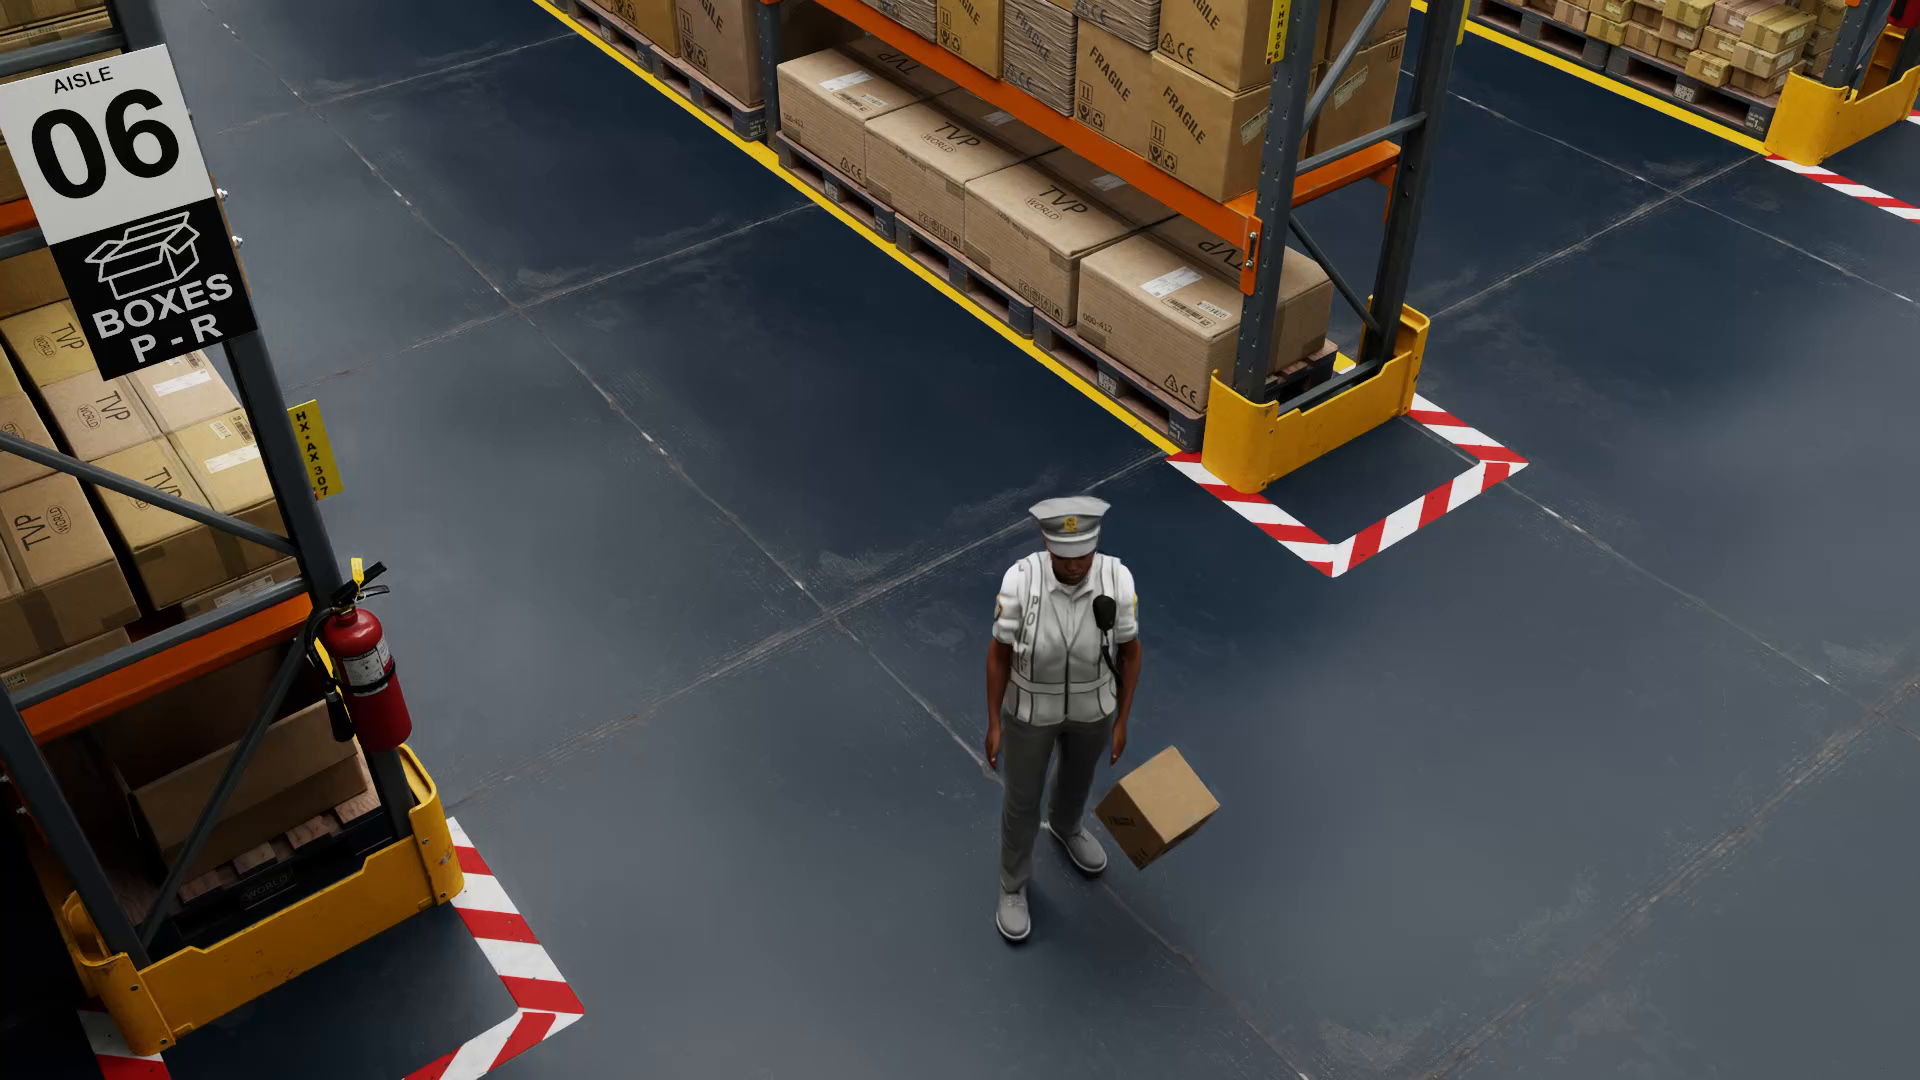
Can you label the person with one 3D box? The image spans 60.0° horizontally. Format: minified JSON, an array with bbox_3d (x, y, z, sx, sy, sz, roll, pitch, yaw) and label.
[{"bbox_3d":[0.334,0.580,5.445,0.524,1.687,0.542,-4,41,-4],"label":"person"}]
